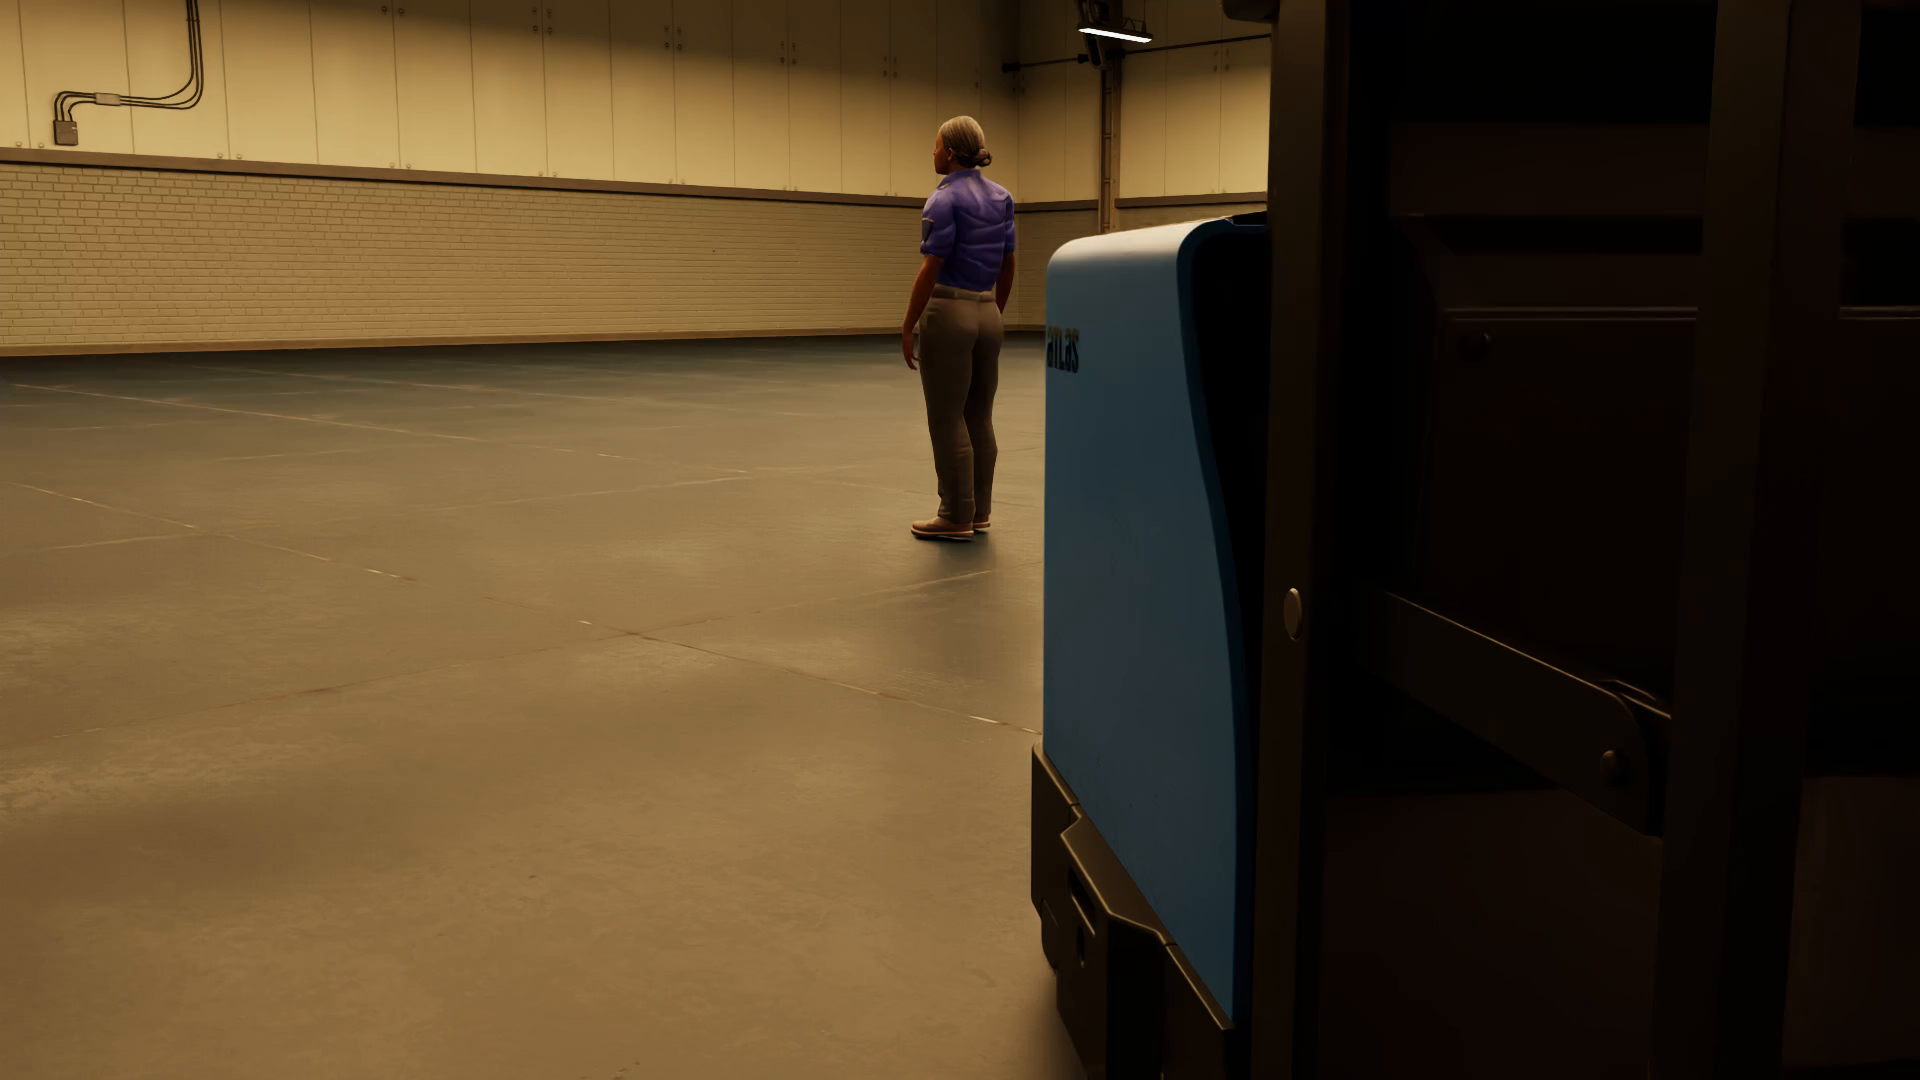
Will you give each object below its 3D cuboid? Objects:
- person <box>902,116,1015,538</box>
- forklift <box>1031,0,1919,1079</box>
[{"bbox_3d":[-0.049,-0.837,6.668,0.503,1.656,0.569,8,12,43],"label":"person"},{"bbox_3d":[0.827,-0.626,1.033,1.130,2.935,3.031,-1,9,-8],"label":"forklift"}]
